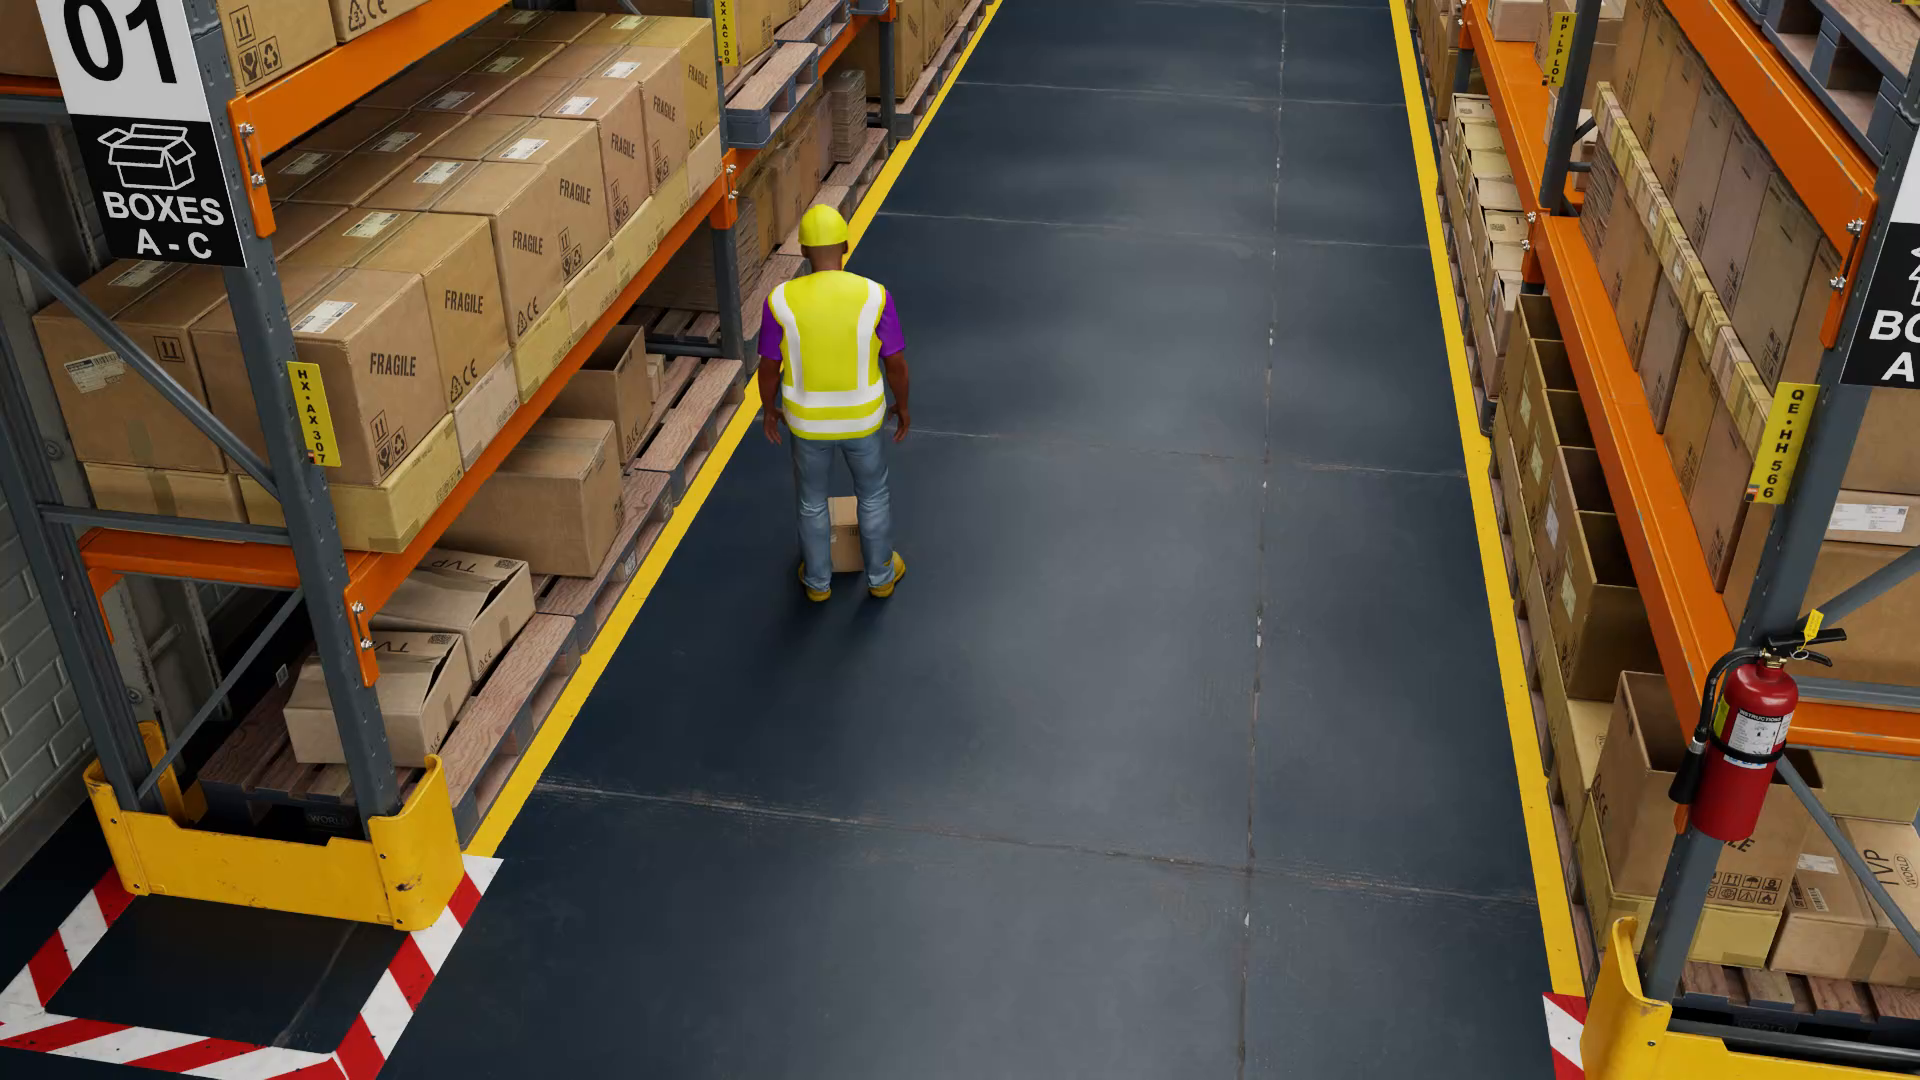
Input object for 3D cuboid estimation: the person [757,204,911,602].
[{"bbox_3d":[-0.521,-0.541,6.982,0.628,1.758,0.456,-1,32,-2],"label":"person"}]
